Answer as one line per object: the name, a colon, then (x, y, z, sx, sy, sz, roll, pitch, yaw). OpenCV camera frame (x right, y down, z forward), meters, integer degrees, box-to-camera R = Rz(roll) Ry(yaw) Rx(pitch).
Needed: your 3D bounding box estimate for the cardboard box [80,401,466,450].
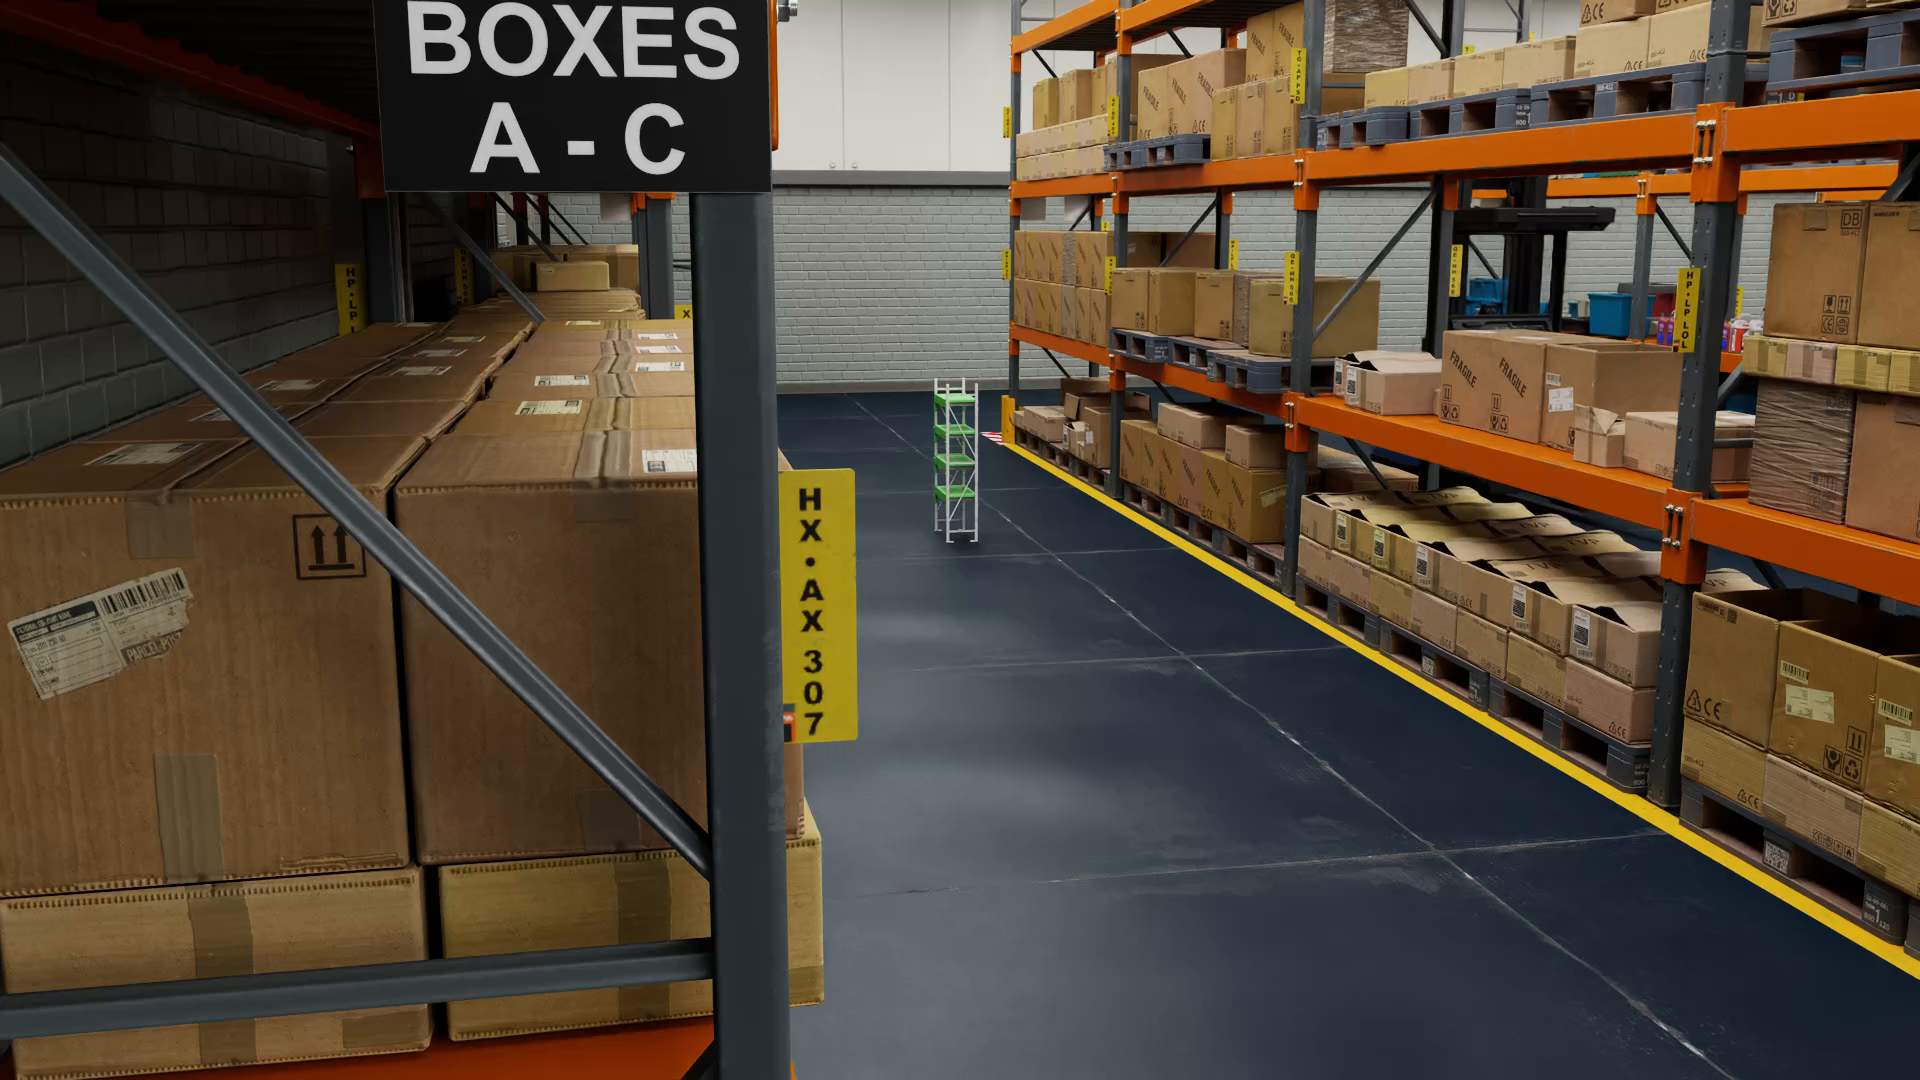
cardboard box: (-1.092, 0.048, 2.762, 0.500, 0.500, 0.500, -2, 11, -10)

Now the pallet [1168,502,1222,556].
pallet: (2.257, -0.115, 12.739, 1.003, 0.211, 1.213, -2, 11, -11)

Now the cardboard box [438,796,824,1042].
cardboard box: (-0.487, 0.487, 2.462, 0.500, 0.250, 0.500, -2, 11, -13)

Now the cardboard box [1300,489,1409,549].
cardboard box: (2.413, -0.148, 10.183, 0.500, 0.311, 0.500, -2, 11, -9)

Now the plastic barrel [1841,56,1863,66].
plastic barrel: (7.163, -3.655, 13.393, 0.600, 0.901, 0.708, -2, 11, -11)

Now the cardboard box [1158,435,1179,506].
cardboard box: (1.881, -0.559, 13.118, 0.500, 0.500, 0.500, -2, 11, -10)

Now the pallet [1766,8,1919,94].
pallet: (3.568, -1.665, 5.635, 1.003, 0.211, 1.213, -2, 11, -11)

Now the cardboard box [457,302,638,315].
cardboard box: (-1.807, -0.791, 7.388, 0.700, 0.500, 0.500, -1, 11, -3)

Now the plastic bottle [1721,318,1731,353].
plastic bottle: (6.506, -1.734, 14.096, 0.061, 0.283, 0.133, -2, 11, -11)

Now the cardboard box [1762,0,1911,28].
cardboard box: (3.216, -2.086, 5.846, 0.500, 0.500, 0.500, -1, 11, -6)

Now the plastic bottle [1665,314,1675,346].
plastic bottle: (6.359, -1.872, 14.823, 0.061, 0.283, 0.133, -2, 11, -11)

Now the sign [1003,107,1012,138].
sign: (0.511, -4.474, 17.821, 0.100, 0.325, 0.005, -2, 11, -11)

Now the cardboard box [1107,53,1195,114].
cardboard box: (1.689, -3.959, 14.511, 0.700, 0.500, 0.500, -2, 11, -11)

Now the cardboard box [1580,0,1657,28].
cardboard box: (3.162, -2.583, 7.494, 0.500, 0.500, 0.500, -1, 11, -6)

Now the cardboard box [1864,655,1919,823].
cardboard box: (3.355, 0.666, 5.401, 0.500, 0.500, 0.500, -2, 11, -11)

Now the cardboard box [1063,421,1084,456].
cardboard box: (1.286, -0.984, 15.860, 0.500, 0.311, 0.500, -2, 11, -11)

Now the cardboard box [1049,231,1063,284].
cardboard box: (1.172, -2.760, 16.232, 0.500, 0.500, 0.500, -2, 11, -12)

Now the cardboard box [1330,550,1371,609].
cardboard box: (2.512, 0.220, 9.751, 0.500, 0.250, 0.500, -2, 11, -13)

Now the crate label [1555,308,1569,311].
crate label: (6.359, -2.424, 17.952, 0.396, 0.136, 0.243, -2, 11, -11)

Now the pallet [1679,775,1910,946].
pallet: (3.491, 1.127, 6.210, 1.003, 0.211, 1.213, -2, 11, -11)

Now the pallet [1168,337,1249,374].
pallet: (2.216, -1.386, 12.469, 1.003, 0.211, 1.213, -2, 11, -11)

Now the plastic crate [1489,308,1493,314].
plastic crate: (5.741, -2.427, 17.969, 0.250, 0.136, 0.298, -2, 11, -11)

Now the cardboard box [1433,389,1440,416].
cardboard box: (2.902, -0.768, 9.384, 0.380, 0.149, 0.250, -1, 11, -7)

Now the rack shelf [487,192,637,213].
rack shelf: (-2.648, -2.430, 11.342, 1.077, 0.370, 4.000, -2, 11, -11)

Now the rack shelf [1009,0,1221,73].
rack shelf: (1.432, -4.816, 15.866, 1.077, 0.370, 4.000, -2, 11, -11)

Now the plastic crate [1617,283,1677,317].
plastic crate: (6.753, -2.271, 16.272, 0.402, 0.464, 0.583, -2, 11, -11)

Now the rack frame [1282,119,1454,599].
rack frame: (2.599, -1.124, 10.578, 1.000, 3.000, 0.127, -2, 11, -11)

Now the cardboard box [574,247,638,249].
cardboard box: (-2.406, -1.893, 11.495, 0.500, 0.250, 0.500, -2, 11, -12)

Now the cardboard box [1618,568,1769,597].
cardboard box: (3.449, 0.302, 7.818, 0.500, 0.311, 0.500, -2, 11, -12)

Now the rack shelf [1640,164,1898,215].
rack shelf: (7.070, -2.790, 13.235, 1.077, 0.370, 4.000, -2, 11, -11)

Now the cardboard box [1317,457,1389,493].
cardboard box: (2.684, -0.302, 11.767, 0.500, 0.500, 0.500, -3, 11, -13)

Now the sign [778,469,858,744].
sign: (-0.171, 0.079, 1.942, 0.100, 0.325, 0.005, -2, 11, -11)

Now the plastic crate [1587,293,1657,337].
plastic crate: (6.255, -2.132, 15.756, 0.392, 0.384, 0.575, -2, 11, -11)

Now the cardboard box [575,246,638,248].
cardboard box: (-2.506, -1.986, 11.986, 0.500, 0.250, 0.500, -2, 11, -10)

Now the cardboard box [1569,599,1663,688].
cardboard box: (3.017, 0.415, 7.225, 0.500, 0.311, 0.500, -2, 11, -11)

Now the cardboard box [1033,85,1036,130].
cardboard box: (1.159, -4.511, 17.412, 0.700, 0.500, 0.500, -2, 11, -11)

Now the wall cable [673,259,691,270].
wall cable: (-4.565, -4.882, 22.585, 3.097, 2.526, 0.112, -2, 11, -11)

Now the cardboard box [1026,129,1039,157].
cardboard box: (0.978, -4.041, 16.946, 0.500, 0.250, 0.500, -2, 11, -11)

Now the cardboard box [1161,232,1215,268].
cardboard box: (2.006, -2.494, 14.838, 0.500, 0.500, 0.500, -2, 11, -10)

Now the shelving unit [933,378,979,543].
shelving unit: (-0.032, -0.620, 12.744, 0.258, 1.200, 0.503, -2, 11, -11)

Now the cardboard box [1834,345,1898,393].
cardboard box: (3.340, -0.608, 5.867, 0.380, 0.149, 0.250, -2, 11, -13)

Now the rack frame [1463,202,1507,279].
rack frame: (5.903, -2.770, 19.230, 1.000, 3.000, 0.127, -2, 11, -11)

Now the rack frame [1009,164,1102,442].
rack frame: (1.043, -2.591, 18.287, 1.000, 3.000, 0.127, -2, 11, -11)

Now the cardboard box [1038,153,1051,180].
cardboard box: (1.077, -3.704, 16.511, 0.500, 0.250, 0.500, -2, 11, -11)

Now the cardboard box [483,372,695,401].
cardboard box: (-0.682, -0.065, 3.356, 0.500, 0.500, 0.500, -2, 11, -13)

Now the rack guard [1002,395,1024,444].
rack guard: (1.058, -1.349, 18.447, 1.175, 0.500, 0.348, -2, 11, -11)

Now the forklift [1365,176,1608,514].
forklift: (4.582, -1.710, 13.840, 1.130, 2.935, 3.031, -3, 11, -14)

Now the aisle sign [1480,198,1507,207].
aisle sign: (6.176, -4.071, 19.112, 0.394, 0.787, 0.004, -2, 11, -11)

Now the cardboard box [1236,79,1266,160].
cardboard box: (2.382, -2.819, 11.194, 0.910, 0.500, 0.500, -2, 11, -11)

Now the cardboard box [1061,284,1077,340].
cardboard box: (1.268, -2.177, 15.847, 0.500, 0.500, 0.500, -2, 11, -10)

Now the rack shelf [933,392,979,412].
rack shelf: (-0.032, -1.029, 12.666, 0.258, 0.148, 0.480, -2, 11, -11)

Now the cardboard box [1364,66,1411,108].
cardboard box: (2.743, -2.649, 9.846, 0.500, 0.250, 0.500, -3, 11, -15)
